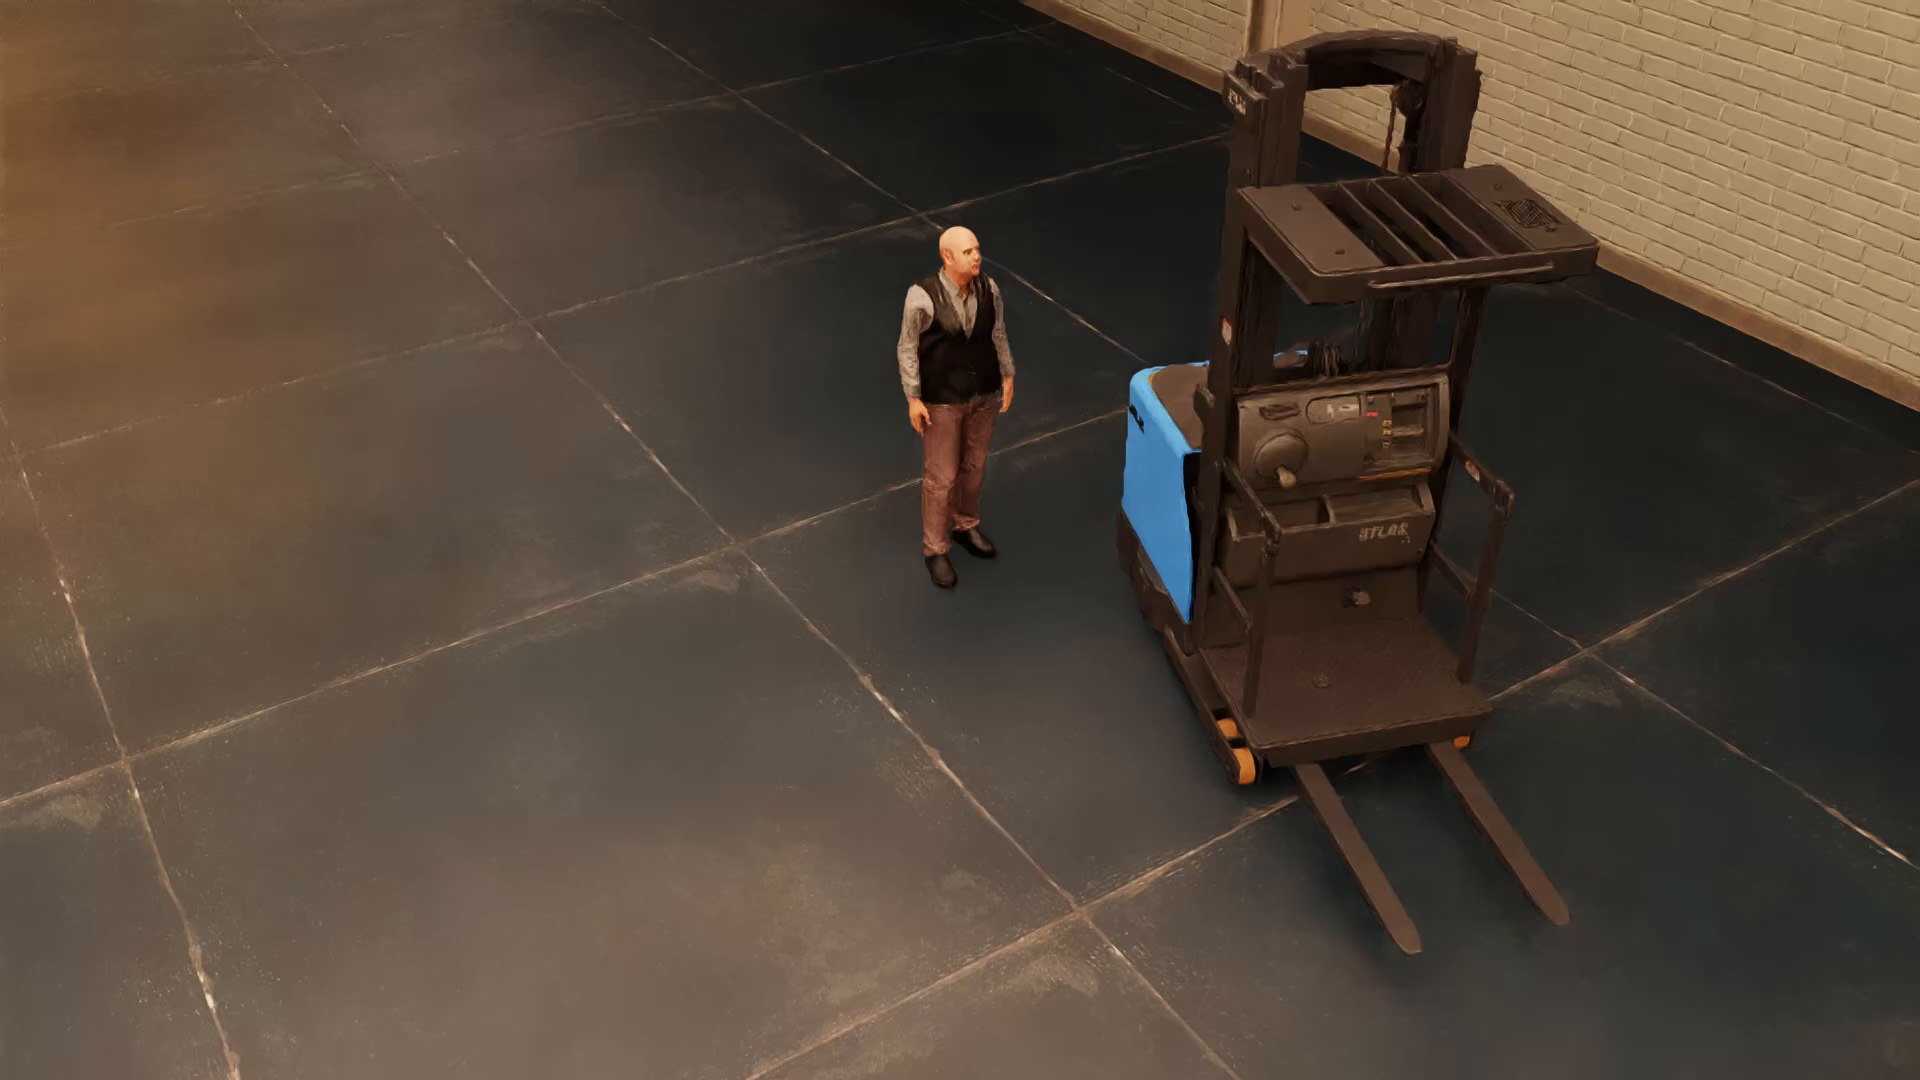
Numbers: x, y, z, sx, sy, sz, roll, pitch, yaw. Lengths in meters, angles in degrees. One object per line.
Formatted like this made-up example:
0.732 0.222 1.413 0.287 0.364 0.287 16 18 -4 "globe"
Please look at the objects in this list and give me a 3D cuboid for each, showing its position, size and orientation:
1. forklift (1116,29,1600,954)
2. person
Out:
1.635 -0.382 6.691 1.130 2.935 3.031 -8 36 -11 "forklift"
0.027 -0.678 8.152 0.632 1.720 0.567 -21 40 -27 "person"
